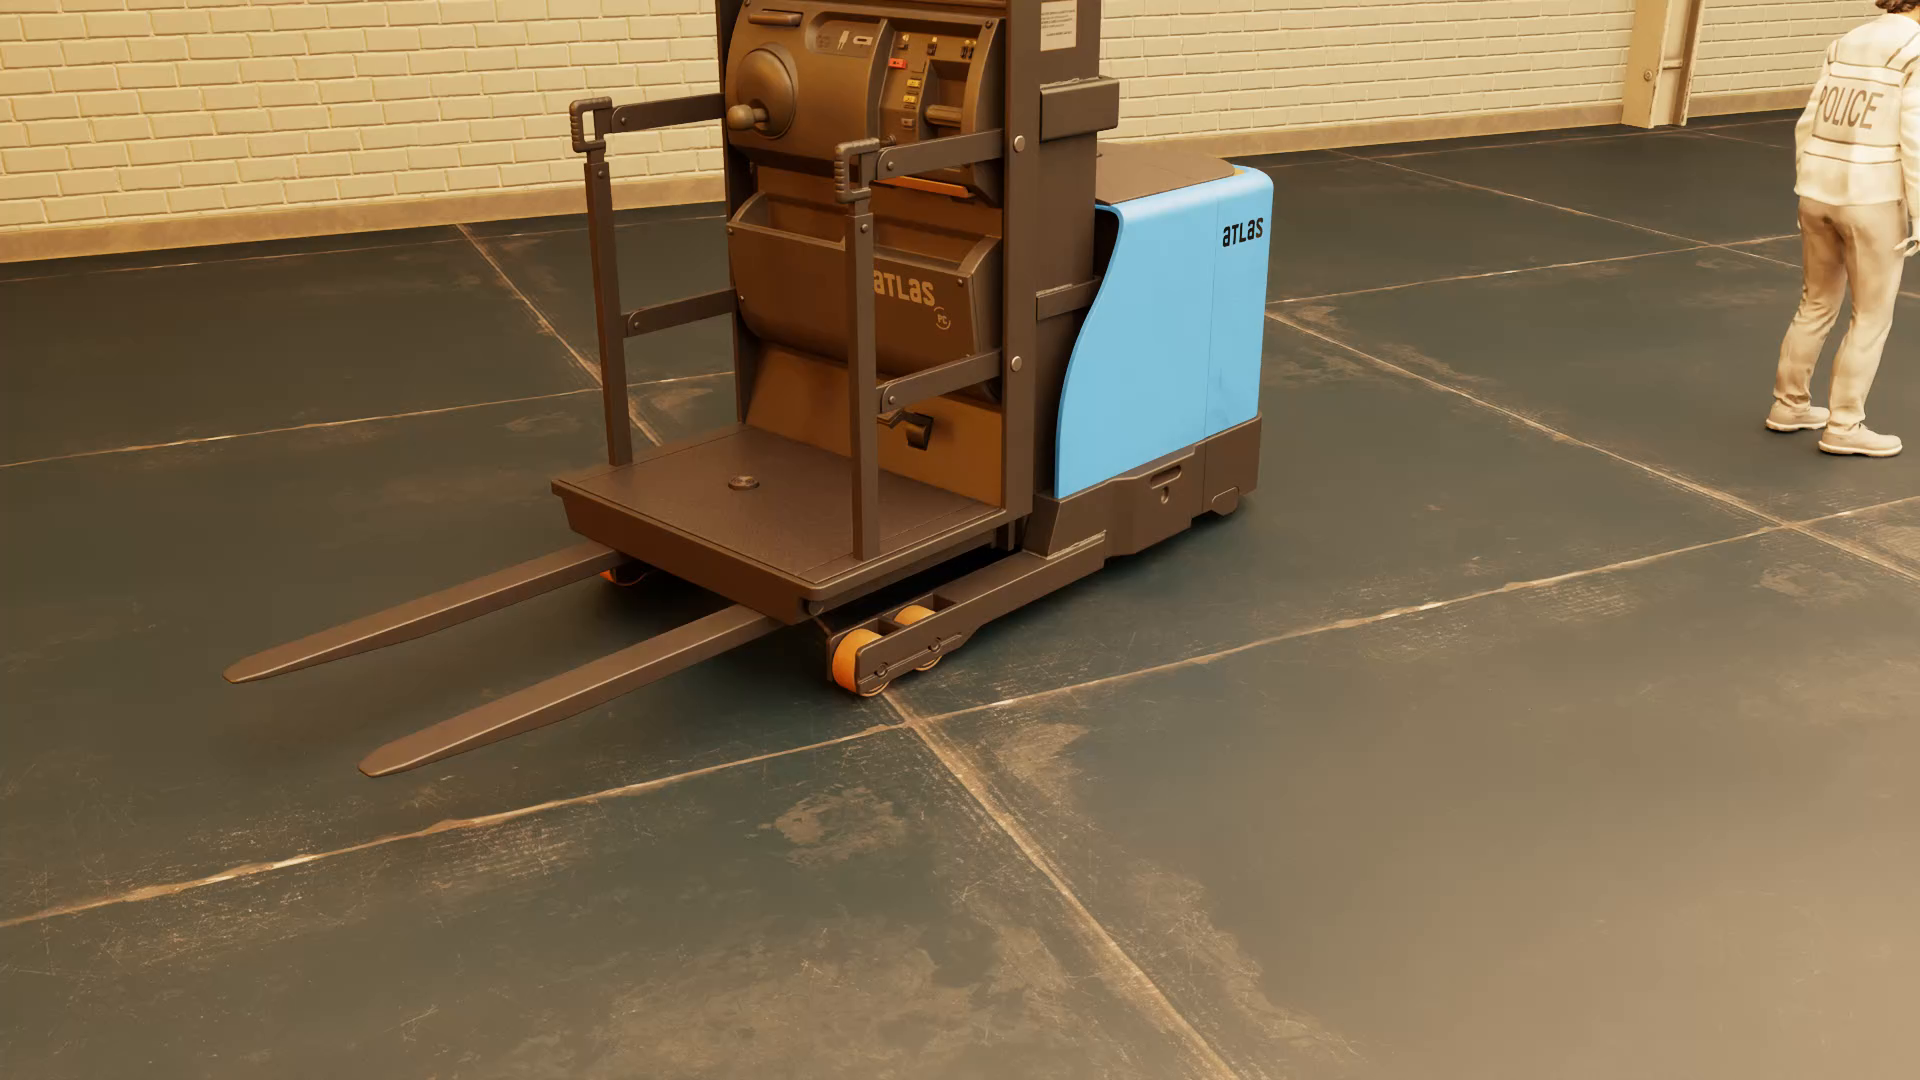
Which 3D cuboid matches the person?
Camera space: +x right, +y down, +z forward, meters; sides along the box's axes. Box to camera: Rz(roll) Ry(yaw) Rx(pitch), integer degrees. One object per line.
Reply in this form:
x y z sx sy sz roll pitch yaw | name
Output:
3.081 -1.145 5.696 0.375 1.664 0.546 -8 24 -18 | person

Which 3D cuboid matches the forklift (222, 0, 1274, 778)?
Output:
-0.413 -1.182 4.131 1.130 2.935 3.031 19 29 39 | forklift
